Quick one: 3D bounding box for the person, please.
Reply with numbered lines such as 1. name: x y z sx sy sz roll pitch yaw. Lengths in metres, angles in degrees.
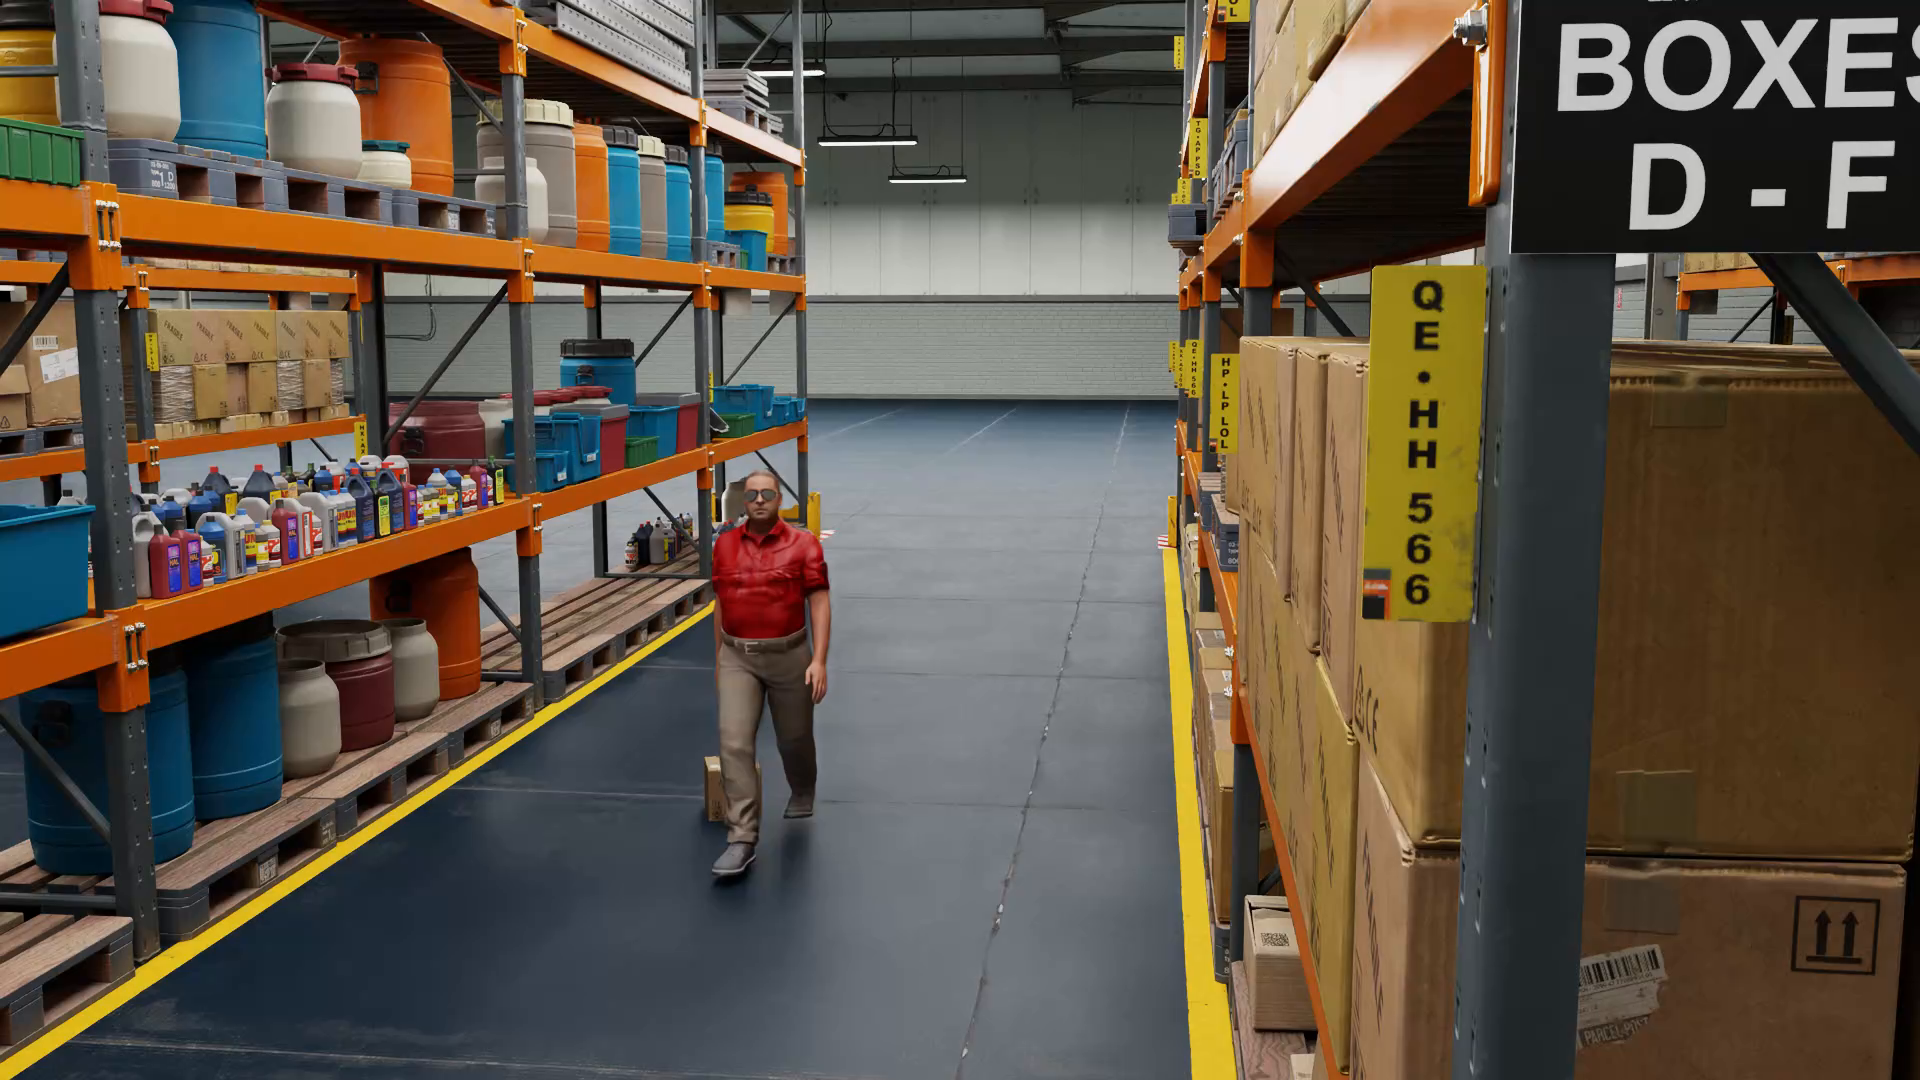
1. person: -0.837 0.533 7.304 0.553 1.678 0.985 1 8 5
